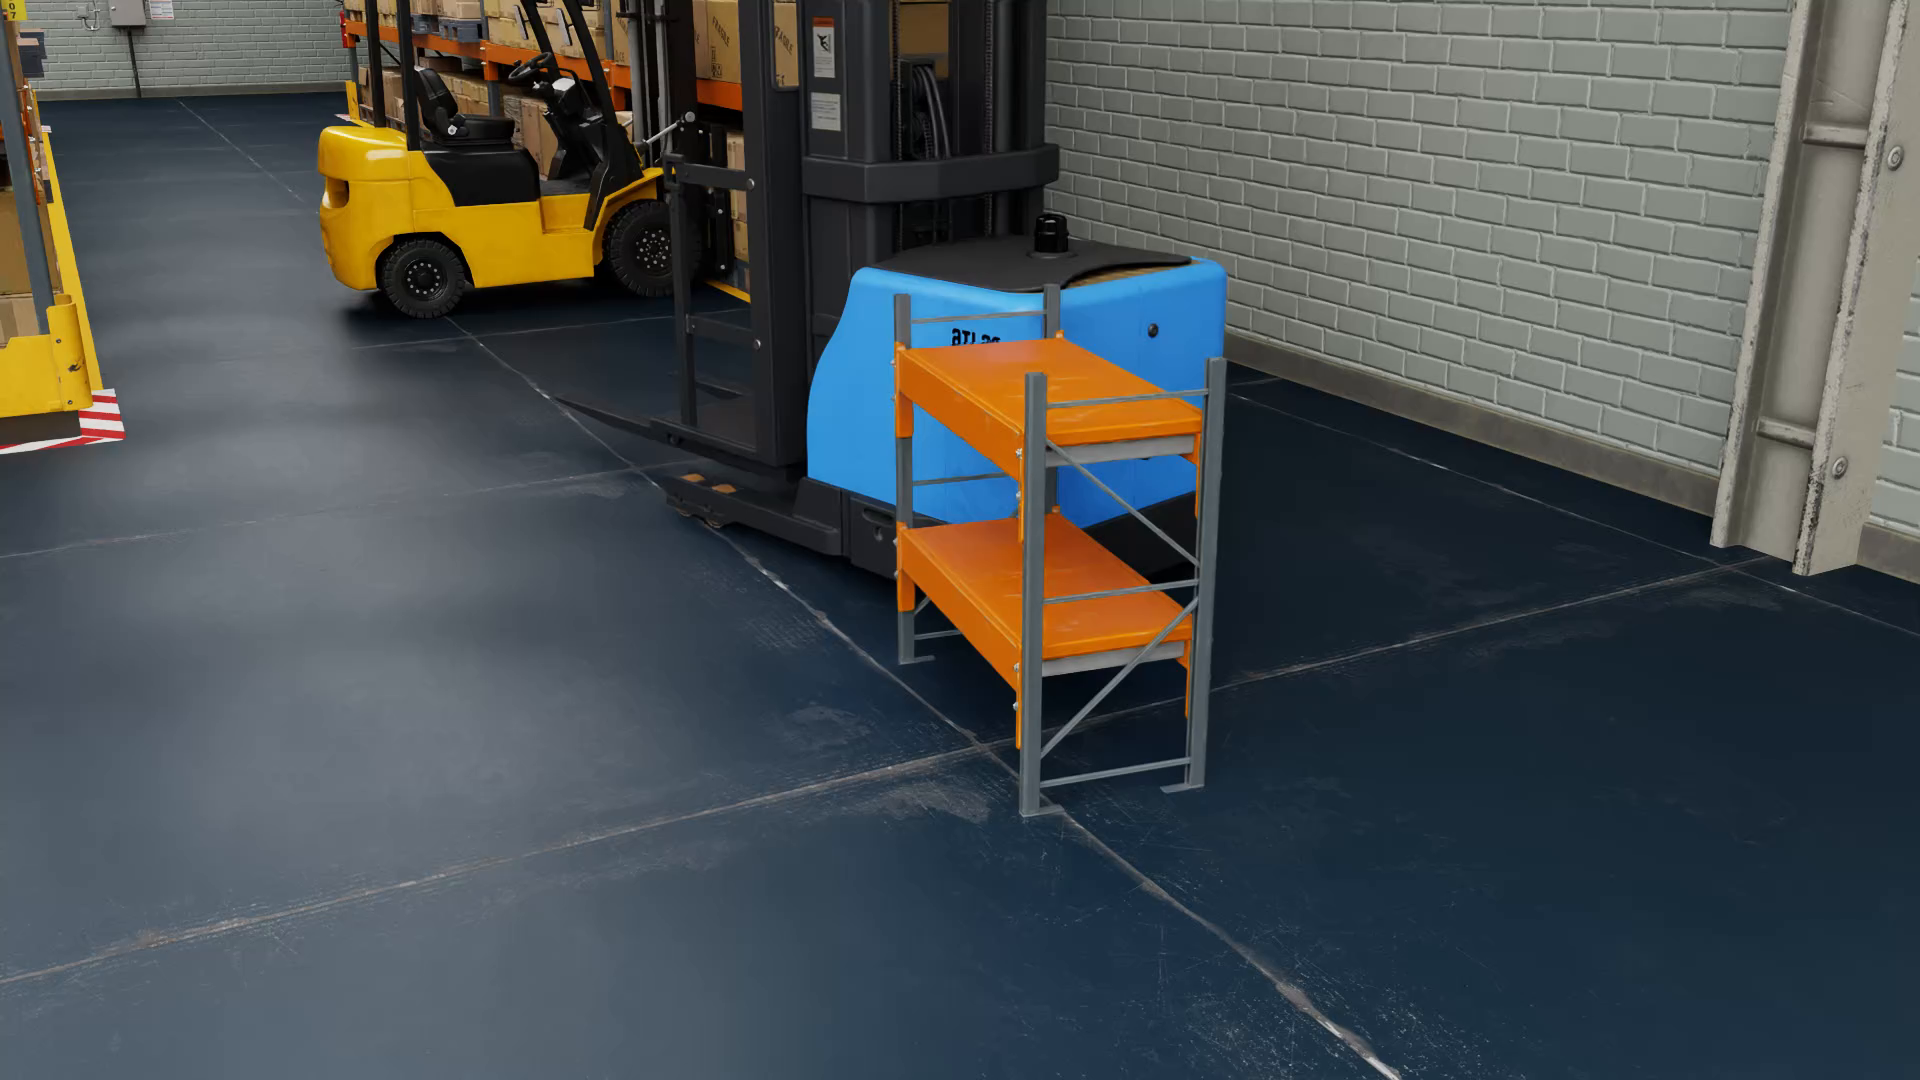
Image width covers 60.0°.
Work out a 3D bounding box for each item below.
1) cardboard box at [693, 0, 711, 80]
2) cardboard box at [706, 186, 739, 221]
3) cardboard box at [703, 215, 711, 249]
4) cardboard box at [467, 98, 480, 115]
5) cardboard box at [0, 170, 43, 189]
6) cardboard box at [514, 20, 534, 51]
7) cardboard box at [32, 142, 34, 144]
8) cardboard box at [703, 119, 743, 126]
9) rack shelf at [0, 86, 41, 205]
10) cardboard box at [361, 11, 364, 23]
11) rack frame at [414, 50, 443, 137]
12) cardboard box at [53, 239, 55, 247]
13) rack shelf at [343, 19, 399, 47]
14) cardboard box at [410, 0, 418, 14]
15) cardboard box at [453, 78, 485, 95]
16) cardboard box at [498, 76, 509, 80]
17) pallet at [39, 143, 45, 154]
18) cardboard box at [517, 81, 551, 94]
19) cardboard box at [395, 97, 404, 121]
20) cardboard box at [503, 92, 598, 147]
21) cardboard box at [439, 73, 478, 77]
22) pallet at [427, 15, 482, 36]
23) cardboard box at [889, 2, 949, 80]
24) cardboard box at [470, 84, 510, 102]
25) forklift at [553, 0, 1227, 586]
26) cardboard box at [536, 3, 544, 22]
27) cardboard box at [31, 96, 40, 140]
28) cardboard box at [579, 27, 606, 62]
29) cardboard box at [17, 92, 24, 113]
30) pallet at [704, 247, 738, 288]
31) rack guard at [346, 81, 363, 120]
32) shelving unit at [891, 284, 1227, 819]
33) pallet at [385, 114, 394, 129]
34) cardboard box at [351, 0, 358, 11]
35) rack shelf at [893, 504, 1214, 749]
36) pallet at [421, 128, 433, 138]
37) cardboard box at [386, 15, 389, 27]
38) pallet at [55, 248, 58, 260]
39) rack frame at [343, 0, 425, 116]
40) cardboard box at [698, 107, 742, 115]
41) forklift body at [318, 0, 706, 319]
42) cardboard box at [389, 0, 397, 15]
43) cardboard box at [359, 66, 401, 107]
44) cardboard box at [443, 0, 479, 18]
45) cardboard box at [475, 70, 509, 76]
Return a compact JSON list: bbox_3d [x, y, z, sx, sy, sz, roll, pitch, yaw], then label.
[{"bbox_3d":[-1.535,-3.343,11.068,0.500,0.500,0.500,-10,21,-26],"label":"cardboard box"},{"bbox_3d":[-1.339,-2.272,10.923,0.500,0.250,0.500,-11,22,-28],"label":"cardboard box"},{"bbox_3d":[-1.565,-2.175,11.407,0.500,0.250,0.500,-9,21,-25],"label":"cardboard box"},{"bbox_3d":[-4.757,-4.302,17.189,0.500,0.500,0.500,-10,22,-27],"label":"cardboard box"},{"bbox_3d":[-5.110,-1.669,8.792,0.500,0.500,0.500,-11,22,-29],"label":"cardboard box"},{"bbox_3d":[-3.658,-4.524,14.873,0.500,0.250,0.500,-11,22,-28],"label":"cardboard box"},{"bbox_3d":[-6.089,-2.259,10.500,0.500,0.500,0.500,-10,22,-27],"label":"cardboard box"},{"bbox_3d":[-1.806,-2.798,11.680,0.500,0.250,0.500,-9,21,-25],"label":"cardboard box"},{"bbox_3d":[-5.656,-2.219,9.068,1.077,0.370,4.000,-10,21,-27],"label":"rack shelf"},{"bbox_3d":[-7.640,-6.875,21.841,0.380,0.149,0.250,-9,21,-25],"label":"cardboard box"},{"bbox_3d":[-6.038,-6.200,19.501,1.000,3.000,0.127,-10,21,-27],"label":"rack frame"},{"bbox_3d":[-5.827,-1.753,10.185,0.500,0.250,0.500,-11,22,-28],"label":"cardboard box"},{"bbox_3d":[-6.988,-6.434,21.282,1.077,0.370,4.000,-10,21,-27],"label":"rack shelf"},{"bbox_3d":[-5.759,-6.124,18.482,0.700,0.500,0.500,-10,21,-26],"label":"cardboard box"},{"bbox_3d":[-5.201,-4.863,17.819,0.380,0.149,0.250,-11,22,-29],"label":"cardboard box"},{"bbox_3d":[-4.864,-5.020,18.276,0.380,0.149,0.250,-11,22,-29],"label":"cardboard box"},{"bbox_3d":[-9.972,-3.902,17.116,1.003,0.211,1.213,-10,21,-27],"label":"pallet"},{"bbox_3d":[-4.403,-4.713,17.384,0.380,0.149,0.250,-10,21,-26],"label":"cardboard box"},{"bbox_3d":[-6.731,-5.323,20.507,0.396,0.266,0.258,-9,21,-25],"label":"cardboard box"},{"bbox_3d":[-3.855,-3.947,15.967,0.875,0.625,0.625,-9,21,-25],"label":"cardboard box"},{"bbox_3d":[-5.628,-5.163,18.690,0.380,0.149,0.250,-10,22,-28],"label":"cardboard box"},{"bbox_3d":[-5.066,-5.519,17.820,1.003,0.211,1.213,-10,21,-27],"label":"pallet"},{"bbox_3d":[-0.331,-2.988,10.038,0.500,0.500,0.500,-9,21,-25],"label":"cardboard box"},{"bbox_3d":[-4.753,-4.551,16.917,0.380,0.149,0.250,-11,22,-29],"label":"cardboard box"},{"bbox_3d":[-0.485,-1.533,6.081,1.130,2.935,3.031,-18,26,-42],"label":"forklift"},{"bbox_3d":[-3.409,-4.612,14.363,0.500,0.250,0.500,-10,21,-26],"label":"cardboard box"},{"bbox_3d":[-10.609,-4.614,18.190,0.875,0.438,0.875,-10,22,-27],"label":"cardboard box"},{"bbox_3d":[-2.709,-3.937,13.172,0.500,0.250,0.500,-9,21,-25],"label":"cardboard box"},{"bbox_3d":[-4.953,-2.235,8.395,0.380,0.149,0.250,-10,21,-26],"label":"cardboard box"},{"bbox_3d":[-1.315,-2.000,11.604,1.003,0.211,1.213,-10,21,-27],"label":"pallet"},{"bbox_3d":[-7.902,-6.145,23.173,1.175,0.500,0.348,-10,21,-27],"label":"rack guard"},{"bbox_3d":[0.221,-0.028,4.487,0.538,1.125,1.048,-7,20,-18],"label":"shelving unit"},{"bbox_3d":[-6.947,-5.430,21.544,1.003,0.211,1.213,-10,21,-27],"label":"pallet"},{"bbox_3d":[-7.720,-7.101,21.887,0.500,0.250,0.500,-10,21,-26],"label":"cardboard box"},{"bbox_3d":[0.221,0.203,4.567,0.538,0.278,1.000,-7,20,-18],"label":"rack shelf"},{"bbox_3d":[-5.619,-4.654,19.296,1.003,0.211,1.213,-10,21,-27],"label":"pallet"},{"bbox_3d":[-6.800,-6.356,20.336,0.380,0.149,0.250,-9,21,-25],"label":"cardboard box"},{"bbox_3d":[-6.256,-1.628,10.526,1.003,0.211,1.213,-10,21,-27],"label":"pallet"},{"bbox_3d":[-7.938,-7.348,22.829,1.000,3.000,0.127,-10,21,-27],"label":"rack frame"},{"bbox_3d":[-1.836,-3.164,12.740,0.500,0.250,0.500,-10,21,-26],"label":"cardboard box"},{"bbox_3d":[-2.846,-2.616,10.415,2.313,2.155,1.214,-10,21,-27],"label":"forklift body"},{"bbox_3d":[-6.495,-6.378,19.791,0.500,0.250,0.500,-9,21,-25],"label":"cardboard box"},{"bbox_3d":[-7.731,-6.177,22.616,0.797,0.503,0.637,-11,22,-29],"label":"cardboard box"},{"bbox_3d":[-4.925,-5.432,16.862,0.500,0.250,0.500,-11,22,-29],"label":"cardboard box"},{"bbox_3d":[-5.357,-5.319,19.143,0.380,0.149,0.250,-10,21,-26],"label":"cardboard box"}]
